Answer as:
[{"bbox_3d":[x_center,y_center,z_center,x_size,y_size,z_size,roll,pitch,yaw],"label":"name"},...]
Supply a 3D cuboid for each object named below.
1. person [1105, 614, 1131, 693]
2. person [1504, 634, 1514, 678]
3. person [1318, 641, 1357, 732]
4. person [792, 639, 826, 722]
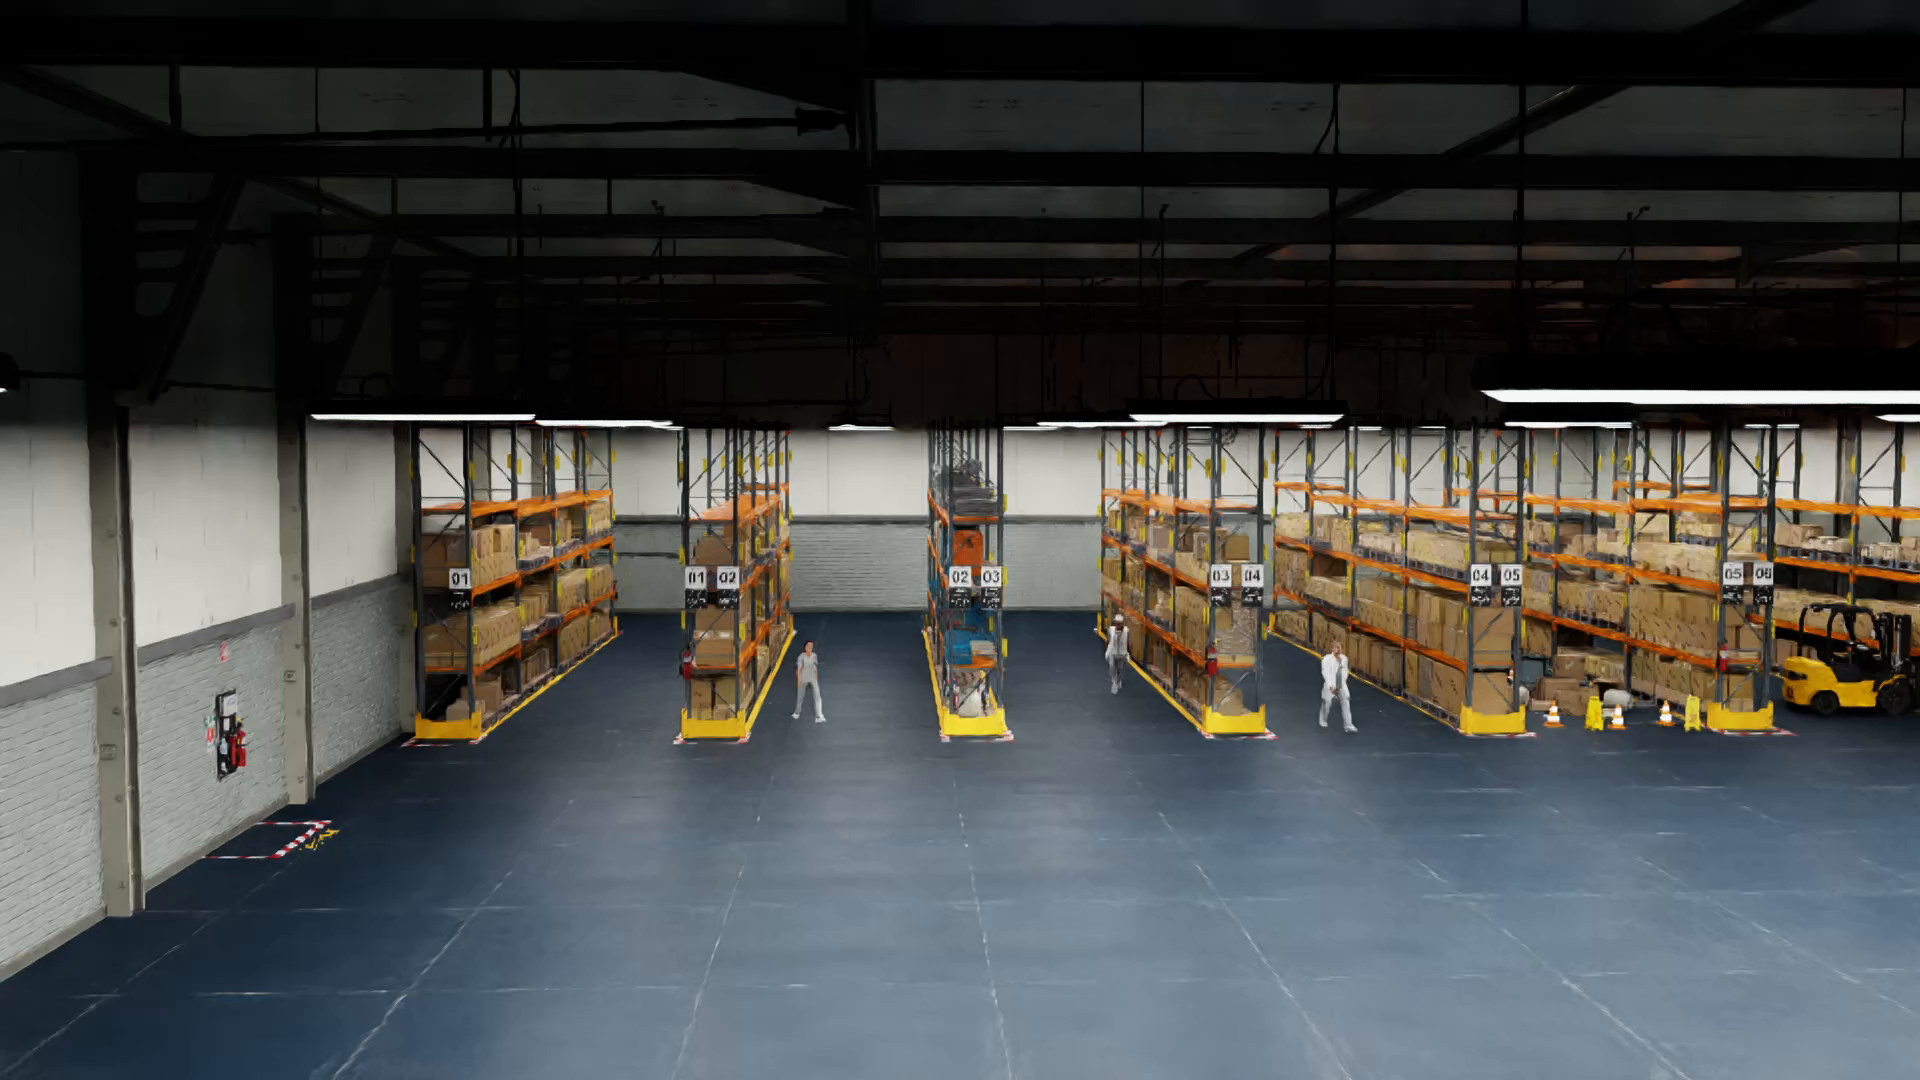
[{"bbox_3d":[3.484,2.475,36.493,0.563,1.707,1.118,0,4,-5],"label":"person"},{"bbox_3d":[12.503,2.412,37.925,0.554,1.625,0.593,2,4,27],"label":"person"},{"bbox_3d":[7.162,2.779,31.713,0.580,1.715,1.104,-1,4,-11],"label":"person"},{"bbox_3d":[-3.013,2.769,32.901,0.483,1.622,0.950,-2,4,-25],"label":"person"}]
